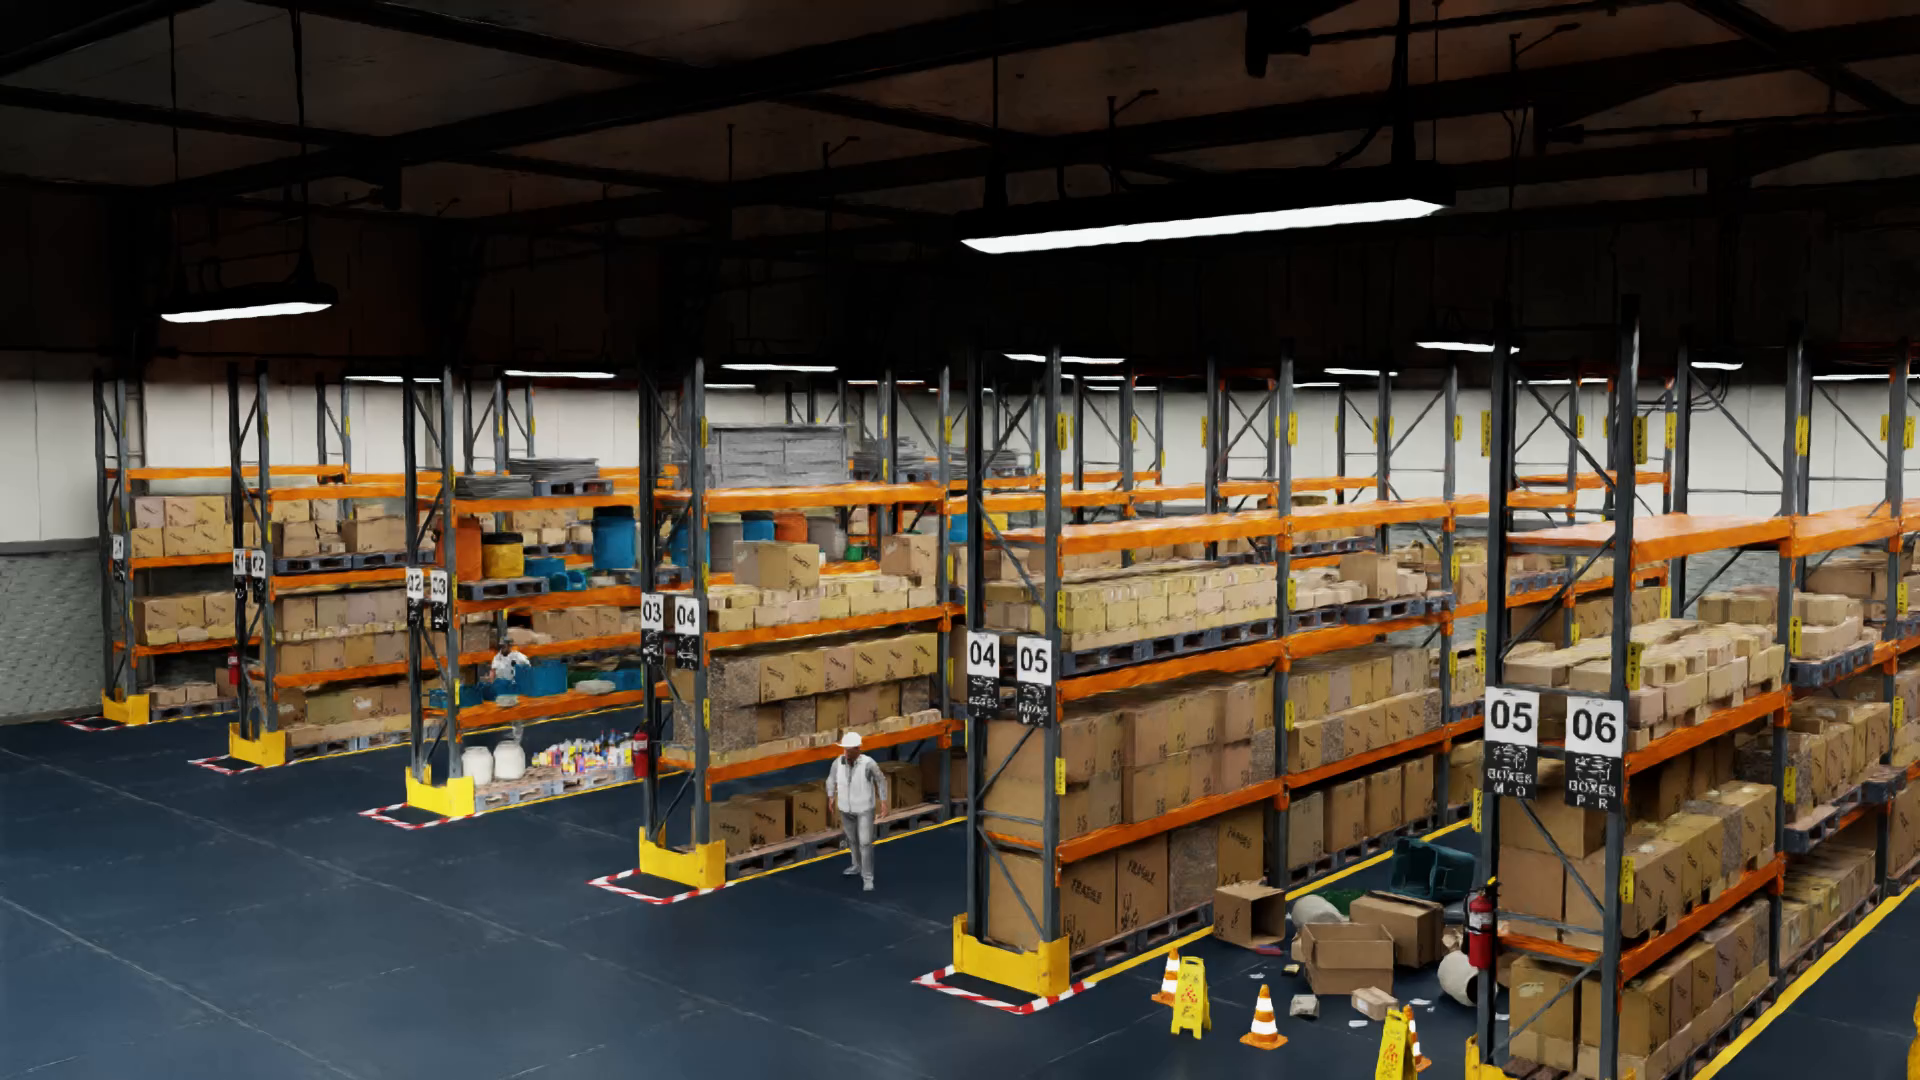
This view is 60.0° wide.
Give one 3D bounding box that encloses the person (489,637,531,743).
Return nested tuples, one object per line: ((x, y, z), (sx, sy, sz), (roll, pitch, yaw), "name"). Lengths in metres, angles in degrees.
((-7.127, 2.362, 26.512), (0.707, 1.697, 0.827), (2, 5, 23), "person")

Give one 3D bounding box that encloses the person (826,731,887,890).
((-1.125, 2.947, 18.424), (0.687, 1.710, 0.832), (2, 5, 23), "person")
